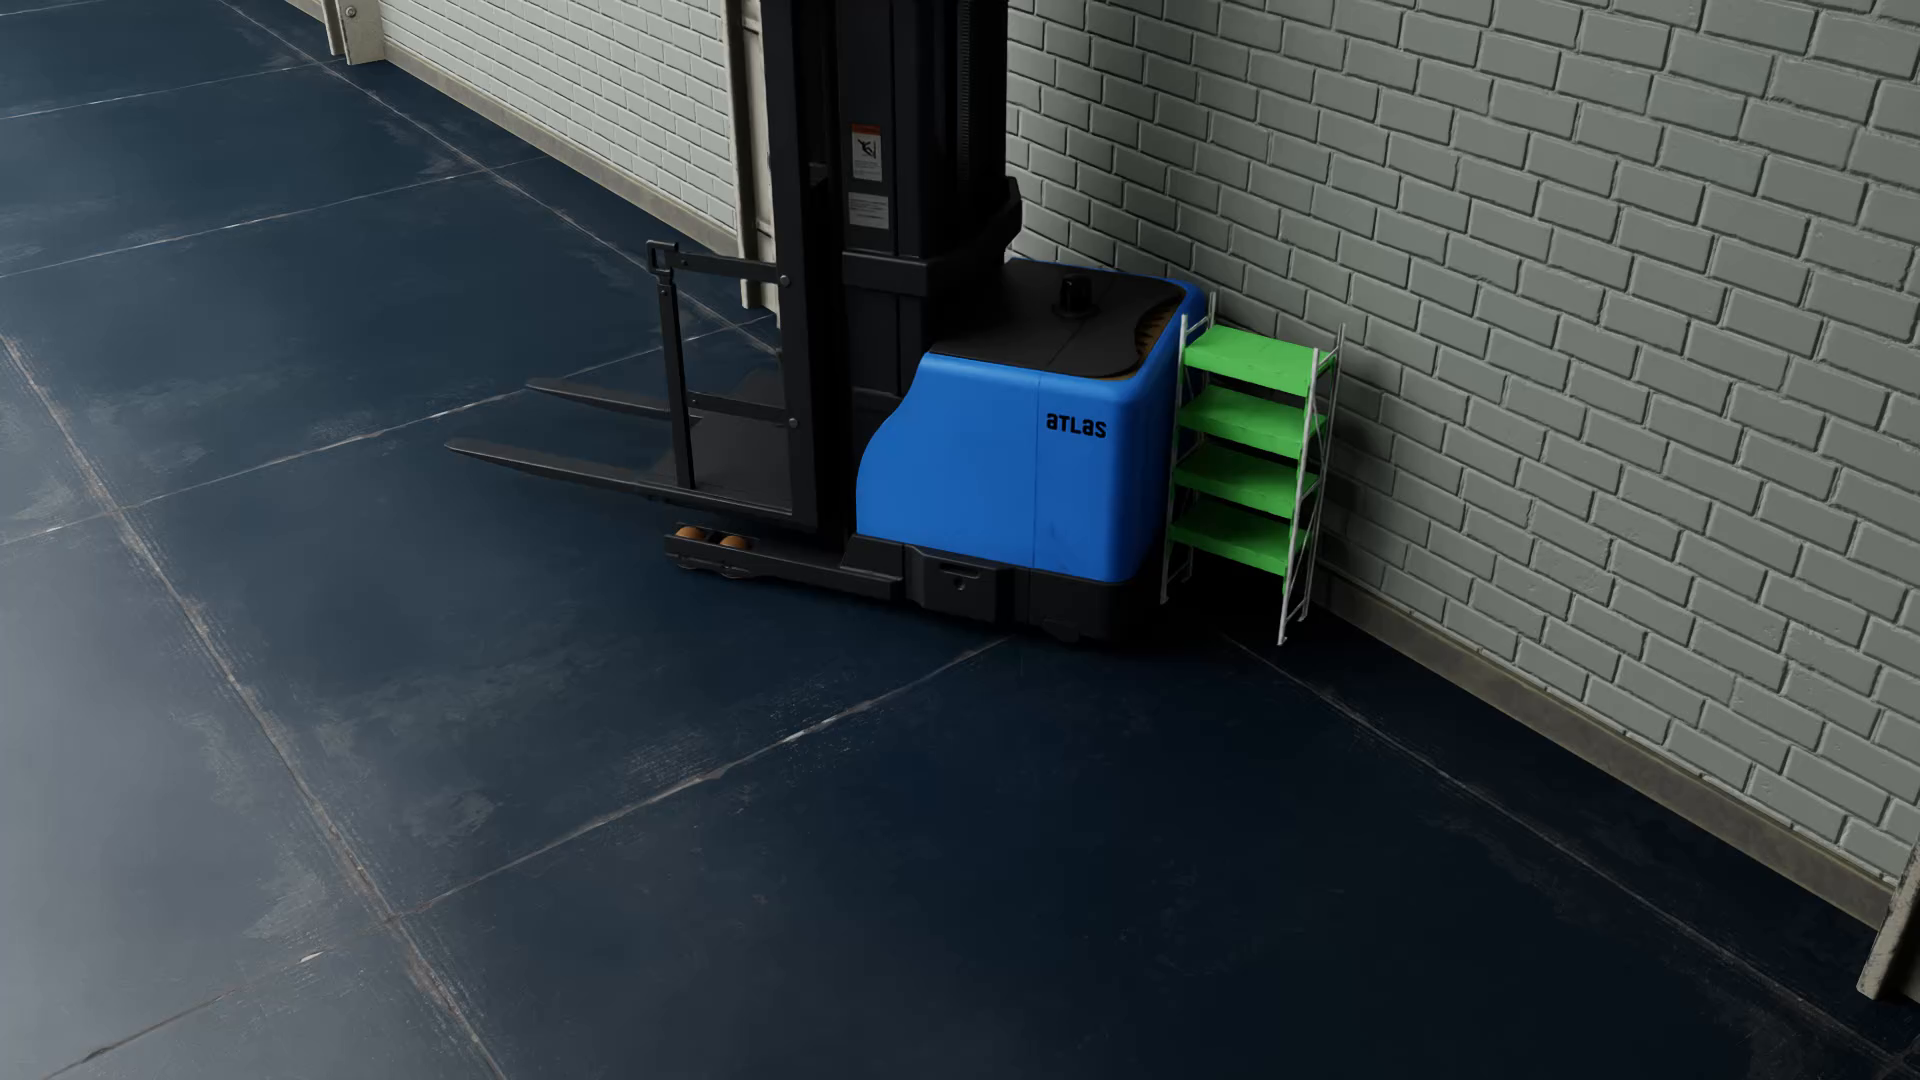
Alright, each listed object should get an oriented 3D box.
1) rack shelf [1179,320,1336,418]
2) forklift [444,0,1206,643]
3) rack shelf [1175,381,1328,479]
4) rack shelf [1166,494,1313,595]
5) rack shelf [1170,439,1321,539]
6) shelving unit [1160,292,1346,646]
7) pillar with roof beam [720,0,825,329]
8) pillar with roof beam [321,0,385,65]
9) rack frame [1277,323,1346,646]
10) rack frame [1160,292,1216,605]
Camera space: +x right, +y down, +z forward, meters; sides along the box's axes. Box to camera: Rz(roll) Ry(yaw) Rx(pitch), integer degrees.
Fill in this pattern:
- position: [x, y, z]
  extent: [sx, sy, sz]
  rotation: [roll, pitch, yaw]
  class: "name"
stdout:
- position: [1.039, -0.599, 5.789]
  extent: [0.480, 0.148, 0.258]
  rotation: [19, 37, 28]
  class: "rack shelf"
- position: [-0.631, -1.340, 6.130]
  extent: [3.031, 2.935, 1.130]
  rotation: [11, 34, 17]
  class: "forklift"
- position: [1.039, -0.395, 5.916]
  extent: [0.480, 0.148, 0.258]
  rotation: [19, 37, 28]
  class: "rack shelf"
- position: [1.039, 0.012, 6.169]
  extent: [0.480, 0.148, 0.258]
  rotation: [19, 37, 28]
  class: "rack shelf"
- position: [1.039, -0.192, 6.042]
  extent: [0.480, 0.148, 0.258]
  rotation: [19, 37, 28]
  class: "rack shelf"
- position: [1.039, -0.246, 6.009]
  extent: [0.503, 1.200, 0.258]
  rotation: [19, 37, 28]
  class: "shelving unit"
- position: [-4.304, -3.628, 4.062]
  extent: [9.100, 9.000, 0.400]
  rotation: [-22, 38, -31]
  class: "pillar with roof beam"
- position: [-7.983, -6.129, 8.088]
  extent: [9.100, 9.000, 0.400]
  rotation: [-22, 38, -31]
  class: "pillar with roof beam"
- position: [1.243, -0.175, 5.894]
  extent: [0.015, 1.200, 0.240]
  rotation: [19, 37, 28]
  class: "rack frame"
- position: [0.836, -0.317, 6.123]
  extent: [0.015, 1.200, 0.240]
  rotation: [19, 37, 28]
  class: "rack frame"
